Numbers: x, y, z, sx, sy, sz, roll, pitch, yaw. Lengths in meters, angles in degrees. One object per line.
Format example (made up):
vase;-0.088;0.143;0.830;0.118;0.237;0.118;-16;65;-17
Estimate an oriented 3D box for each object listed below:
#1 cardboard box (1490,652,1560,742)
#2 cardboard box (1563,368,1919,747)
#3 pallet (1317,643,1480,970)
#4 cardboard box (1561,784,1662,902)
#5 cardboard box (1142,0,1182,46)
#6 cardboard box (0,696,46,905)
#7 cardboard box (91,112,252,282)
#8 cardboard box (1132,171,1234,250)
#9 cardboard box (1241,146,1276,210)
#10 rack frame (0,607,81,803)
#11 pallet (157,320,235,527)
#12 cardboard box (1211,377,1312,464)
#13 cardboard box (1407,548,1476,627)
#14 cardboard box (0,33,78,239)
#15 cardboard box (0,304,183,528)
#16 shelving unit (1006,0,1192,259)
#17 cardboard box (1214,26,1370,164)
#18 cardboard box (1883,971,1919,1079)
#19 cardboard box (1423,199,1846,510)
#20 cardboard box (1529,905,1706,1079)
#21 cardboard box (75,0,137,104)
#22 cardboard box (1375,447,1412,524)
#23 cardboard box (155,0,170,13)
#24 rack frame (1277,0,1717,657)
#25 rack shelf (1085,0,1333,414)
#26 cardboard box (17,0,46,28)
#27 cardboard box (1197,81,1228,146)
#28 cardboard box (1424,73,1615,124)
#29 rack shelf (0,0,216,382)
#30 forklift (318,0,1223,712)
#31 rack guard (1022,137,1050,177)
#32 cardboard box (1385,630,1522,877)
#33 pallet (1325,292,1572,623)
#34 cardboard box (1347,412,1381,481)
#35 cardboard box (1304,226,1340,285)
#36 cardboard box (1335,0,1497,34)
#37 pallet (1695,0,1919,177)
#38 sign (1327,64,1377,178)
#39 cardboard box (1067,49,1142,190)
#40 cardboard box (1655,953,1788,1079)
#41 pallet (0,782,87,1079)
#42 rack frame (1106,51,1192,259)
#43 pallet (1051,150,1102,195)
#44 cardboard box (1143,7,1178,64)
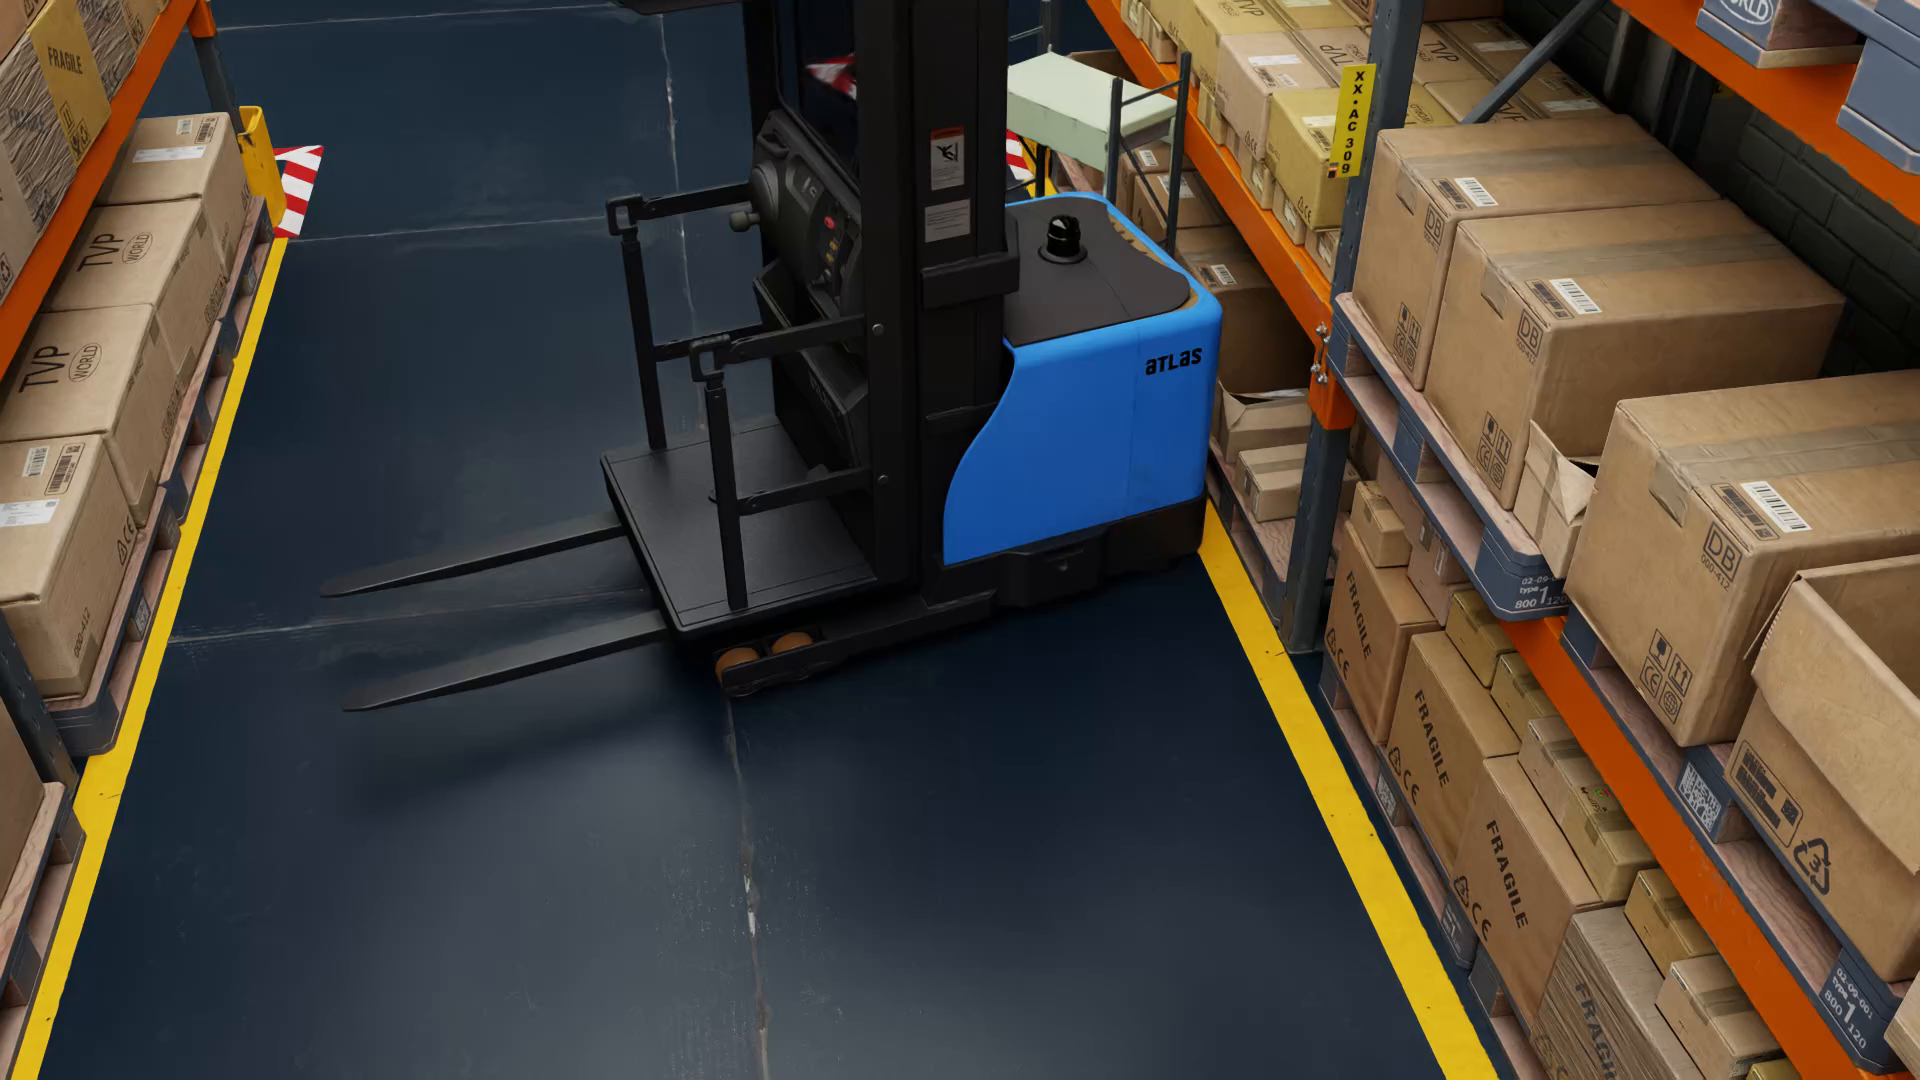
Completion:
cardboard box;1.658;0.414;4.438;0.380;0.149;0.250;-7;38;-9
cardboard box;1.708;0.025;3.349;0.700;0.500;0.500;-6;38;-8
pallet;1.794;0.716;5.157;1.003;0.211;1.213;-6;38;-8
cardboard box;1.706;0.720;4.045;0.380;0.149;0.250;-5;38;-6
cardboard box;1.019;-2.127;6.423;0.500;0.250;0.500;-7;38;-9
cardboard box;-3.084;0.702;4.290;0.875;0.875;0.875;-5;38;-7
cardboard box;-3.759;-1.519;7.506;0.875;0.438;0.875;-7;38;-9
cardboard box;1.033;-1.237;7.093;0.500;0.500;0.500;-6;38;-7
cardboard box;1.174;-1.248;5.617;0.380;0.149;0.250;-5;38;-7
rack frame;-3.272;-0.337;4.238;1.000;3.000;0.127;-6;38;-8
pallet;-3.545;-0.442;6.646;1.003;0.211;1.213;-6;38;-8
cardboard box;1.165;-0.480;6.308;0.396;0.266;0.258;-5;38;-6
cardboard box;1.540;0.097;4.847;0.380;0.149;0.250;-7;38;-9
cardboard box;-3.261;-1.293;5.388;0.500;0.500;0.500;-6;38;-8
cardboard box;-3.434;-0.422;6.095;0.875;0.438;0.875;-7;38;-9
shelving unit;0.447;-1.276;6.657;0.431;1.500;0.755;-29;46;-32
cardboard box;1.183;-1.513;5.633;0.500;0.250;0.500;-6;38;-8
cardboard box;1.812;0.834;2.511;0.500;0.250;0.500;-8;39;-10
cardboard box;1.570;-0.449;3.959;0.700;0.500;0.500;-6;38;-7
cardboard box;1.749;1.201;3.954;0.500;0.500;0.500;-8;38;-10
cardboard box;-3.455;-1.915;6.188;0.500;0.500;0.500;-5;38;-7
cardboard box;1.475;-0.186;4.969;0.380;0.149;0.250;-7;38;-9
cardboard box;-3.628;-2.529;6.979;0.500;0.500;0.500;-6;38;-8
rack frame;1.615;-0.873;4.929;1.000;3.000;0.127;-6;38;-8
rack shelf;1.264;-1.797;6.704;1.077;0.370;4.000;-6;38;-8
cardboard box;-3.364;-2.006;5.491;0.500;0.500;0.500;-6;38;-8
cardboard box;1.082;-1.561;6.019;0.380;0.149;0.250;-7;38;-9
cardboard box;1.794;-1.259;5.306;0.500;0.250;0.500;-7;38;-8
rack shelf;-3.622;-1.261;6.014;1.077;0.370;4.000;-6;38;-8
forklift;-0.671;-1.002;5.151;3.031;2.935;1.130;-15;40;-18
rack guard;0.927;-2.256;8.746;1.175;0.500;0.348;-6;38;-8
cardboard box;1.581;0.585;4.747;0.500;0.500;0.500;-7;38;-9
pallet;1.647;-0.303;4.351;1.003;0.211;1.213;-6;38;-8
cardboard box;1.731;-0.401;6.171;0.500;0.311;0.500;-5;38;-6
cardboard box;1.310;-0.939;5.219;0.380;0.149;0.250;-6;38;-7
cardboard box;1.610;-1.873;6.096;0.500;0.250;0.500;-5;38;-7
pallet;1.845;-0.956;2.743;1.213;0.211;1.003;-6;38;-8
sign;1.082;-1.152;4.582;0.100;0.325;0.005;-6;38;-8
cardboard box;0.927;-2.089;8.187;0.797;0.503;0.637;-8;38;-10
cardboard box;1.775;1.033;3.641;0.380;0.149;0.250;-8;39;-10
pallet;-3.062;1.222;4.504;1.003;0.211;1.213;-6;38;-8
rack frame;0.694;-1.112;6.442;0.400;1.500;0.023;-29;46;-32
pallet;1.067;-1.660;8.215;1.003;0.211;1.213;-6;38;-8
cardboard box;0.944;-2.021;6.612;0.380;0.149;0.250;-5;38;-7
